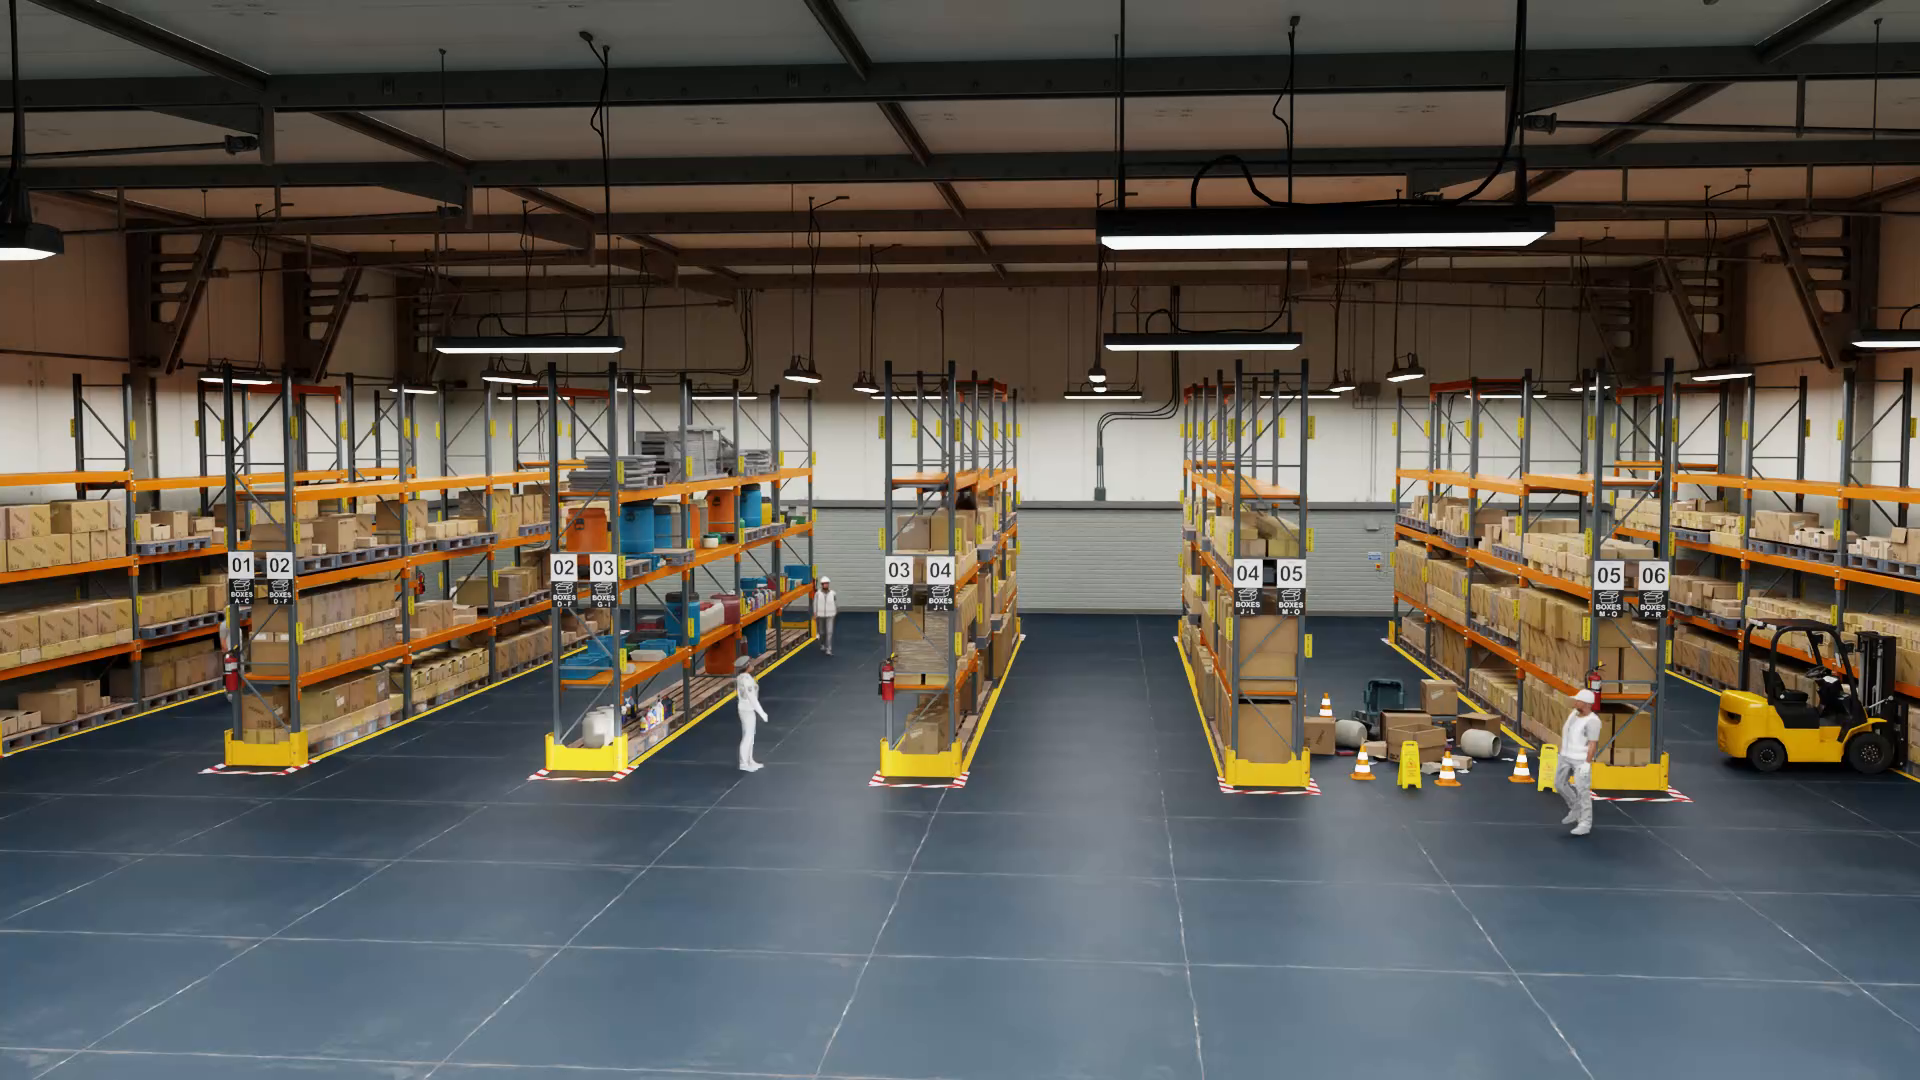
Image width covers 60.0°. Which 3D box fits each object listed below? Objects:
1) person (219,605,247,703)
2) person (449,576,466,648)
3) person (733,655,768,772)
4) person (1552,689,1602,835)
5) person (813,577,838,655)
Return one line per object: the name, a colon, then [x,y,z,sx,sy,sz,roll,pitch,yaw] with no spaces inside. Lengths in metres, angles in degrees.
person: [-13.359,2.094,30.556,0.408,1.800,0.574,-1,4,-10]
person: [-11.207,1.716,37.395,0.765,1.814,0.935,1,4,9]
person: [-3.089,2.545,24.545,0.502,1.708,0.533,0,4,-7]
person: [7.702,2.738,20.751,0.496,1.780,0.656,-1,4,-20]
person: [-3.017,1.691,37.199,0.547,1.738,0.976,0,4,-1]
